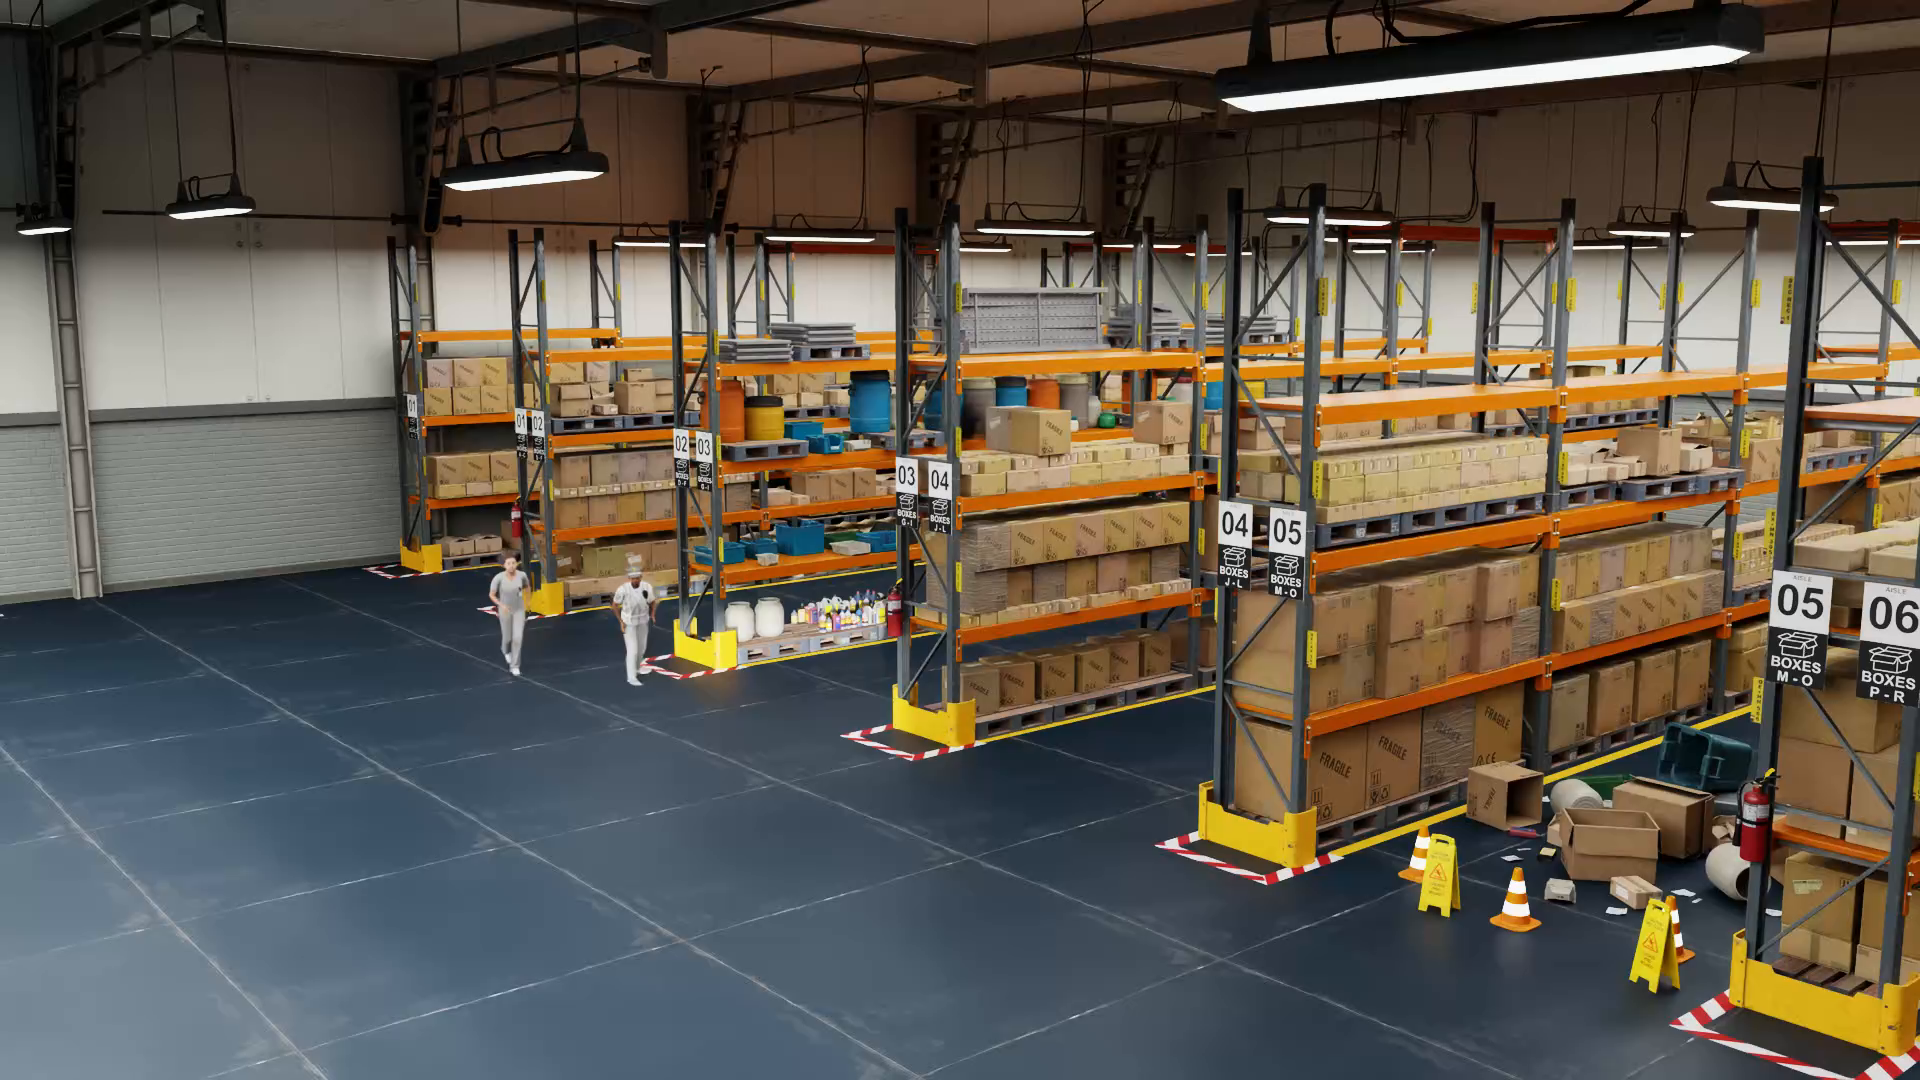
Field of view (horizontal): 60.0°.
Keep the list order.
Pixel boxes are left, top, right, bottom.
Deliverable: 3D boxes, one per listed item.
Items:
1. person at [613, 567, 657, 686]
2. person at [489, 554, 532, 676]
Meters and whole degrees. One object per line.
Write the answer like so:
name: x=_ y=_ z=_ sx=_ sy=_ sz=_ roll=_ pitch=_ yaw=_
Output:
person: x=-4.204 y=1.084 z=21.649 sx=0.632 sy=1.585 sz=0.859 roll=-7 pitch=11 yaw=-37
person: x=-6.023 y=0.960 z=22.288 sx=0.561 sy=1.623 sz=0.794 roll=-3 pitch=9 yaw=-21
